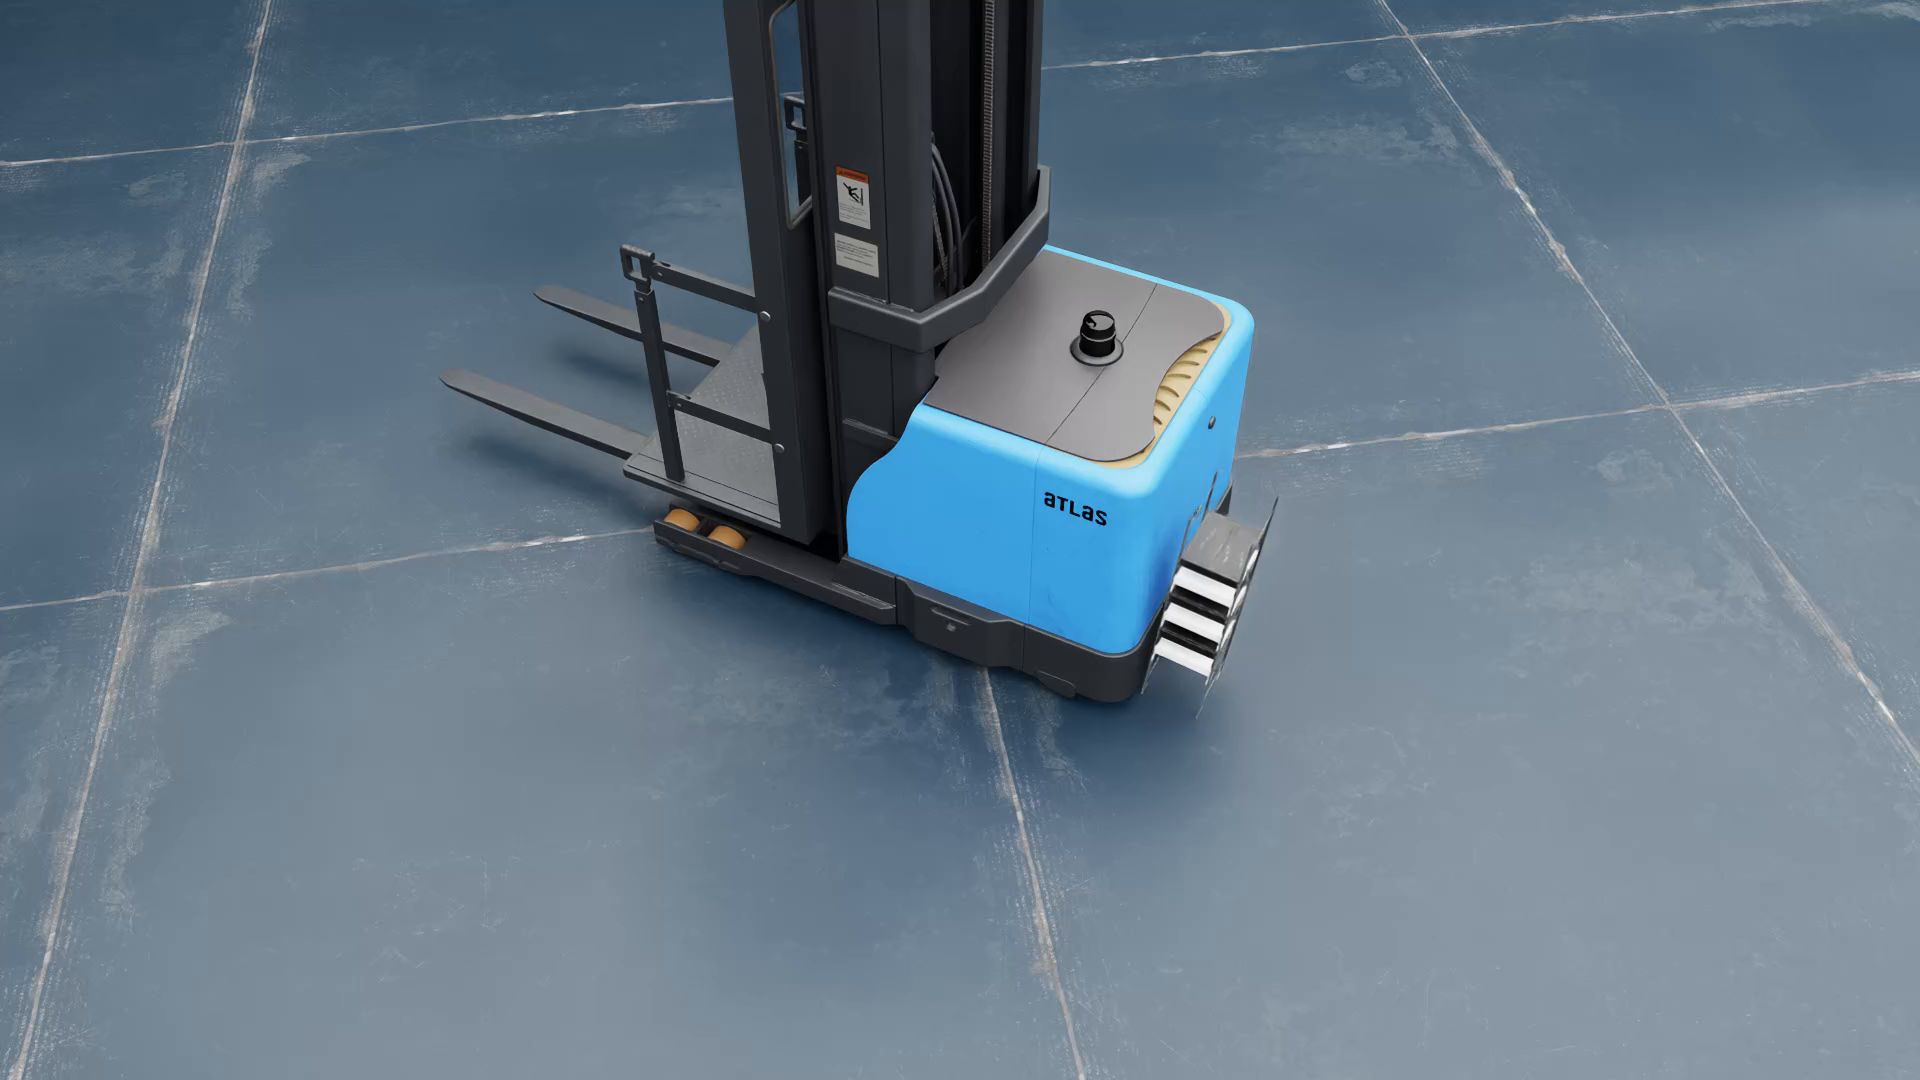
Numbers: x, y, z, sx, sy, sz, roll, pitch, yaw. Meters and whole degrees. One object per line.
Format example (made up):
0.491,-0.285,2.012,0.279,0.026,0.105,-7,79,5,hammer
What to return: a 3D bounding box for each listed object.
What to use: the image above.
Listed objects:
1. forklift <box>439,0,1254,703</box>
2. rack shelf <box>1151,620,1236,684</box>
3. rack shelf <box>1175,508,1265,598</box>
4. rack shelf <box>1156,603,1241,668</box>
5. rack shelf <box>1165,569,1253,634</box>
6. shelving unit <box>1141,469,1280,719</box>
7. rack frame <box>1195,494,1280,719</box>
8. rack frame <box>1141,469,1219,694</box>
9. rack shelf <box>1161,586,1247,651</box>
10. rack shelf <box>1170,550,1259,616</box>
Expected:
-0.559,-1.222,5.392,3.031,2.935,1.130,20,49,18,forklift
0.788,0.336,5.586,0.200,0.077,0.258,24,50,14,rack shelf
0.824,0.038,5.250,0.200,0.077,0.258,24,50,14,rack shelf
0.795,0.276,5.518,0.200,0.077,0.258,24,50,14,rack shelf
0.810,0.157,5.384,0.200,0.077,0.258,24,50,14,rack shelf
0.805,0.195,5.426,0.210,0.900,0.258,24,50,14,shelving unit
0.895,0.234,5.401,0.006,0.900,0.240,24,50,14,rack frame
0.715,0.155,5.452,0.006,0.900,0.240,24,50,14,rack frame
0.802,0.217,5.451,0.200,0.077,0.258,24,50,14,rack shelf
0.817,0.098,5.317,0.200,0.077,0.258,24,50,14,rack shelf
